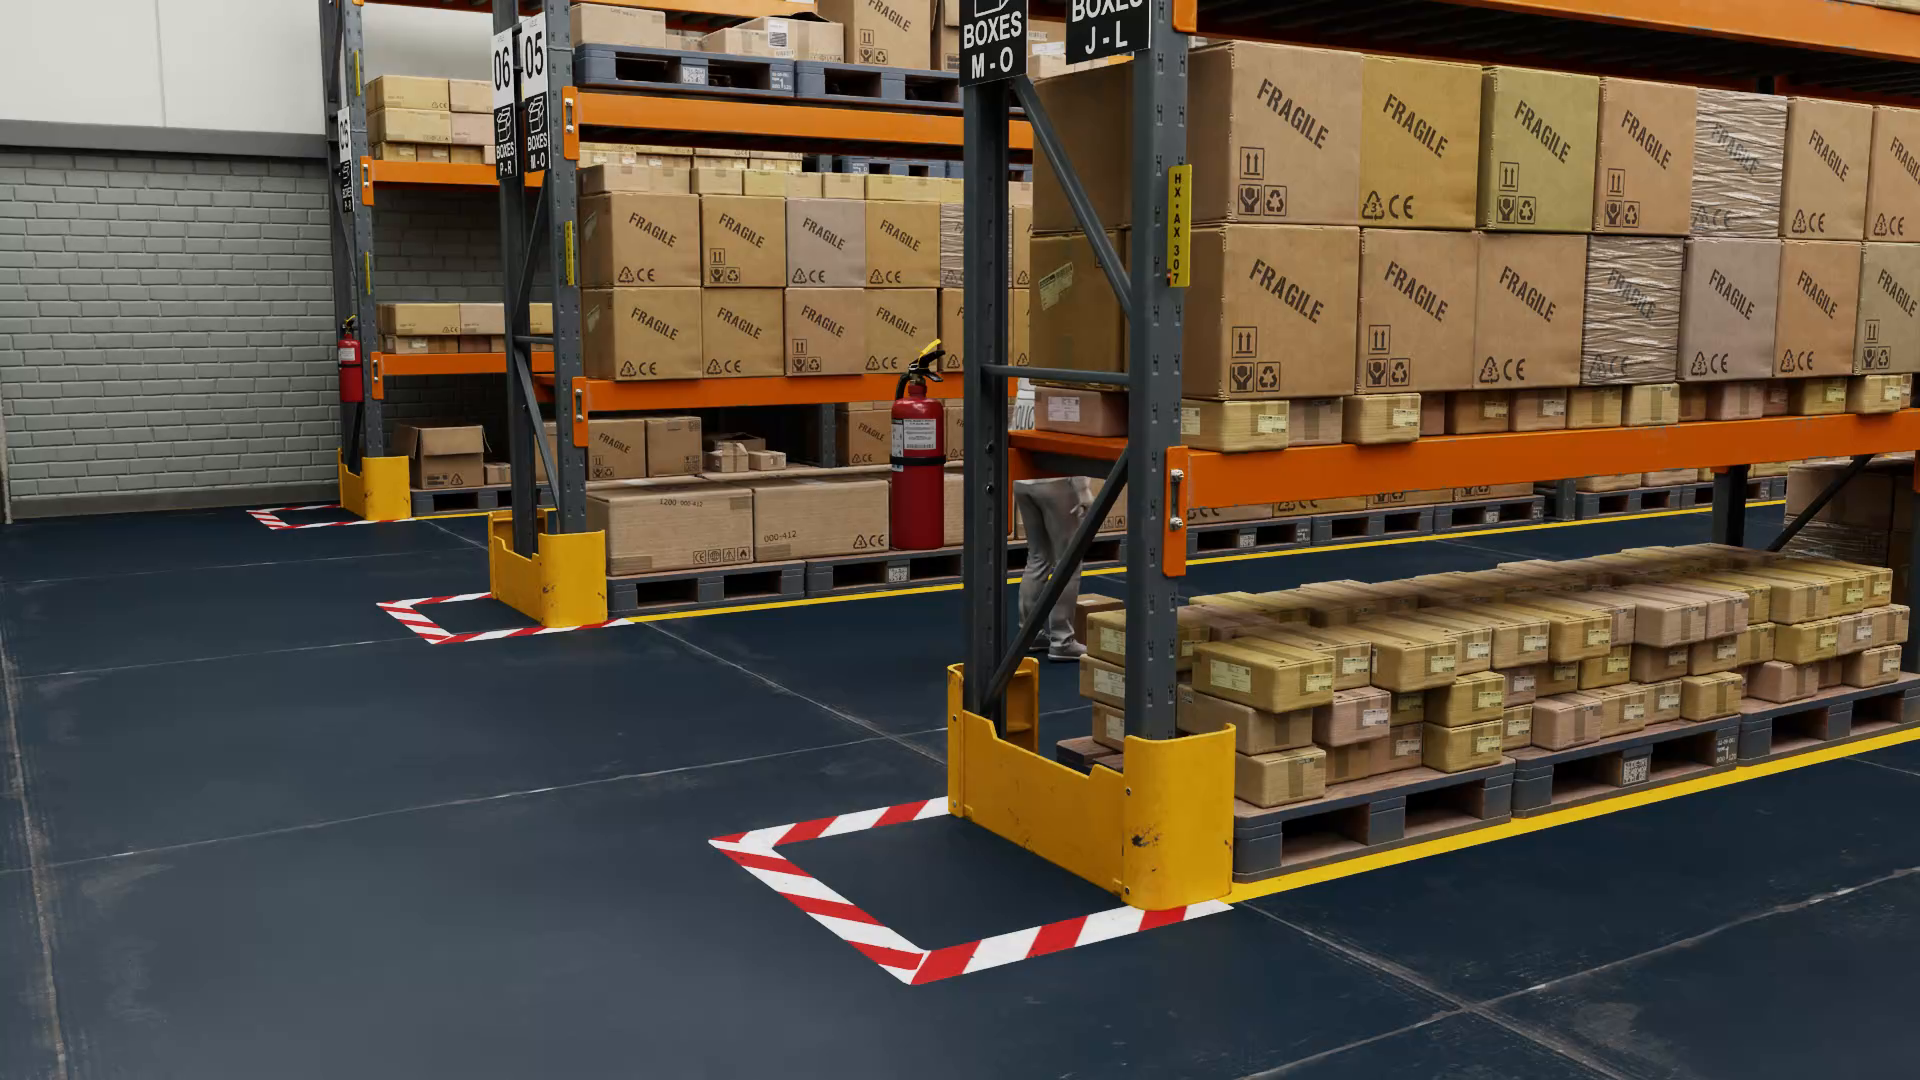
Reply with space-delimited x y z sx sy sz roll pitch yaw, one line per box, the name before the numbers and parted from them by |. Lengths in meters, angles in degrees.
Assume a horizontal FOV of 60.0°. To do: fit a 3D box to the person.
person | 0.446 -0.260 8.111 0.379 1.663 0.536 -5 10 -32
